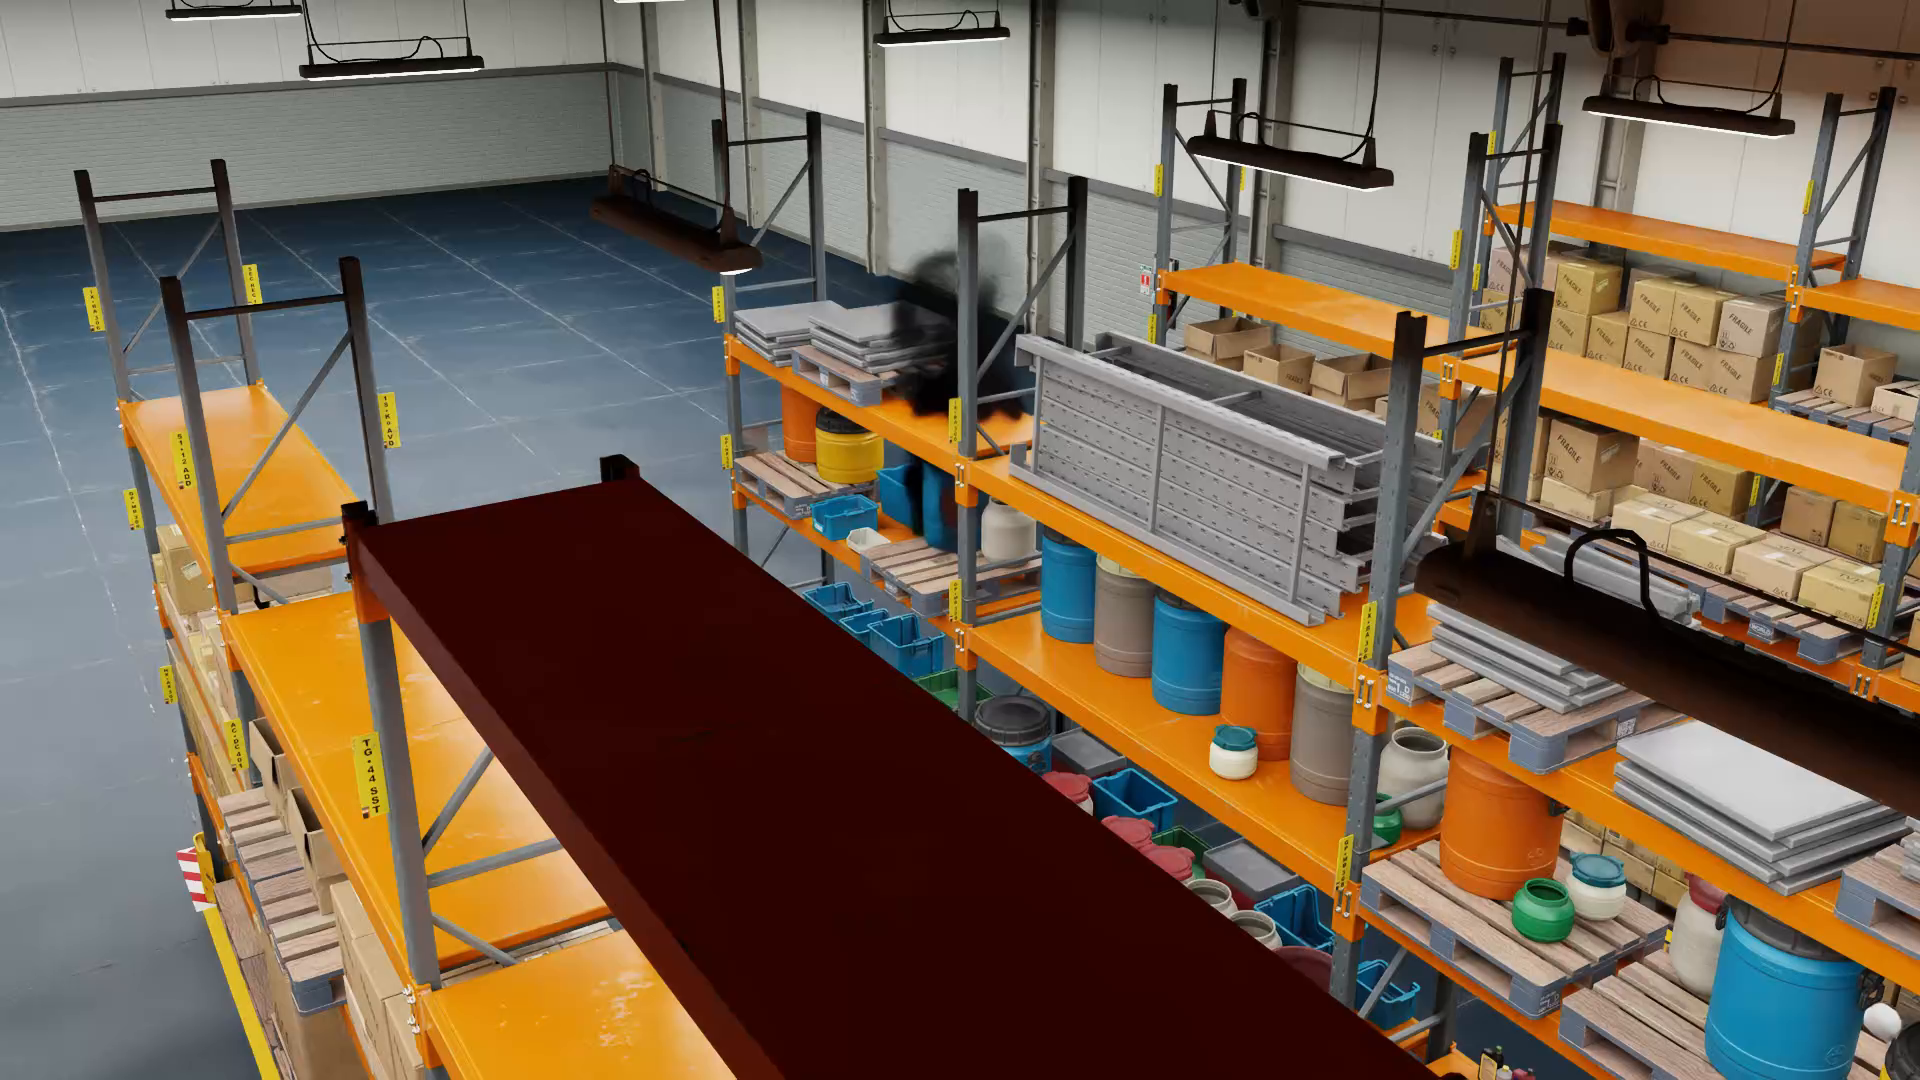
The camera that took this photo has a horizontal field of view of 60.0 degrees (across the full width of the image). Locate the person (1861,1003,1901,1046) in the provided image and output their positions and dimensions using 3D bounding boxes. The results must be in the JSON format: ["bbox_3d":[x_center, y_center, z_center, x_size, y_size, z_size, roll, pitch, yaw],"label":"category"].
[{"bbox_3d":[5.396,3.539,10.203,0.670,1.781,0.661,-18,28,-38],"label":"person"}]
